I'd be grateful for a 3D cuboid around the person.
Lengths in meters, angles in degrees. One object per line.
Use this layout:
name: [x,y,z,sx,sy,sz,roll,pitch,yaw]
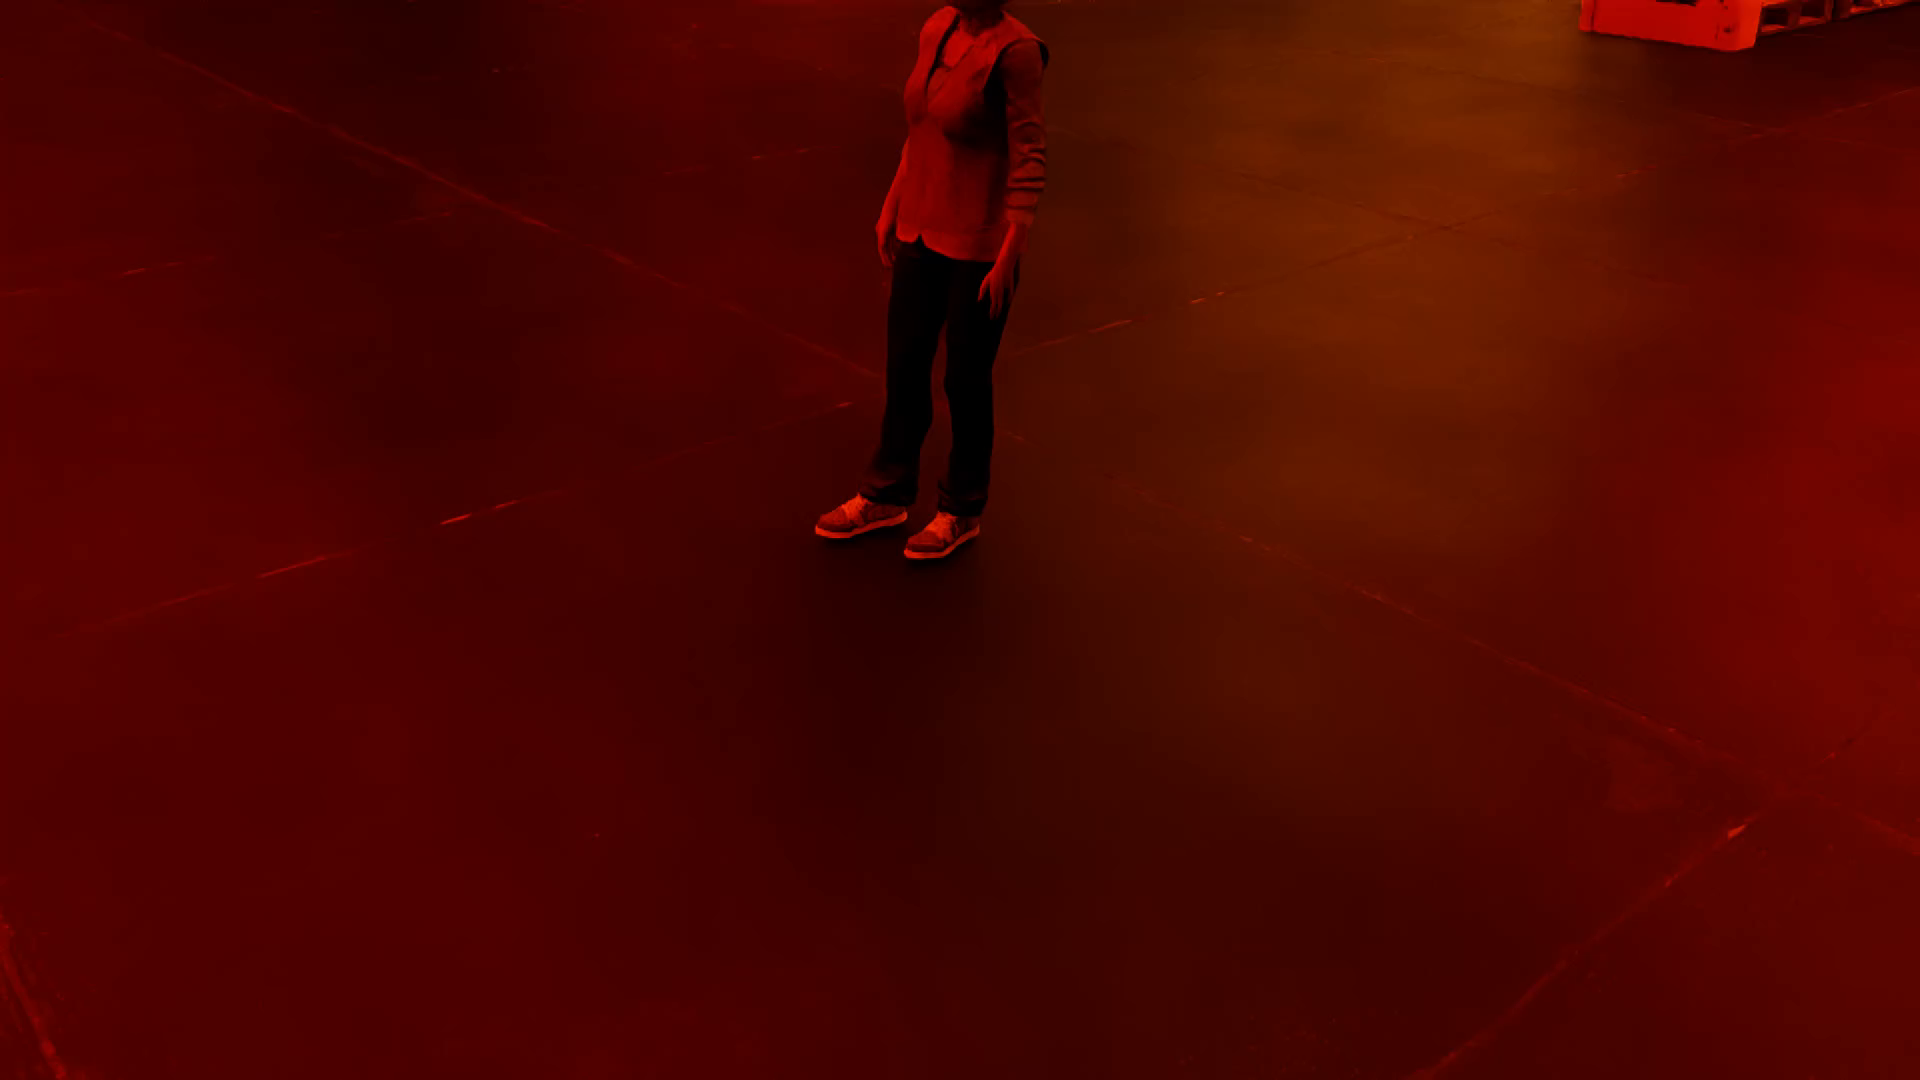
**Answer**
person: [-0.066,-0.705,4.110,0.474,1.597,0.520,-20,33,-35]
